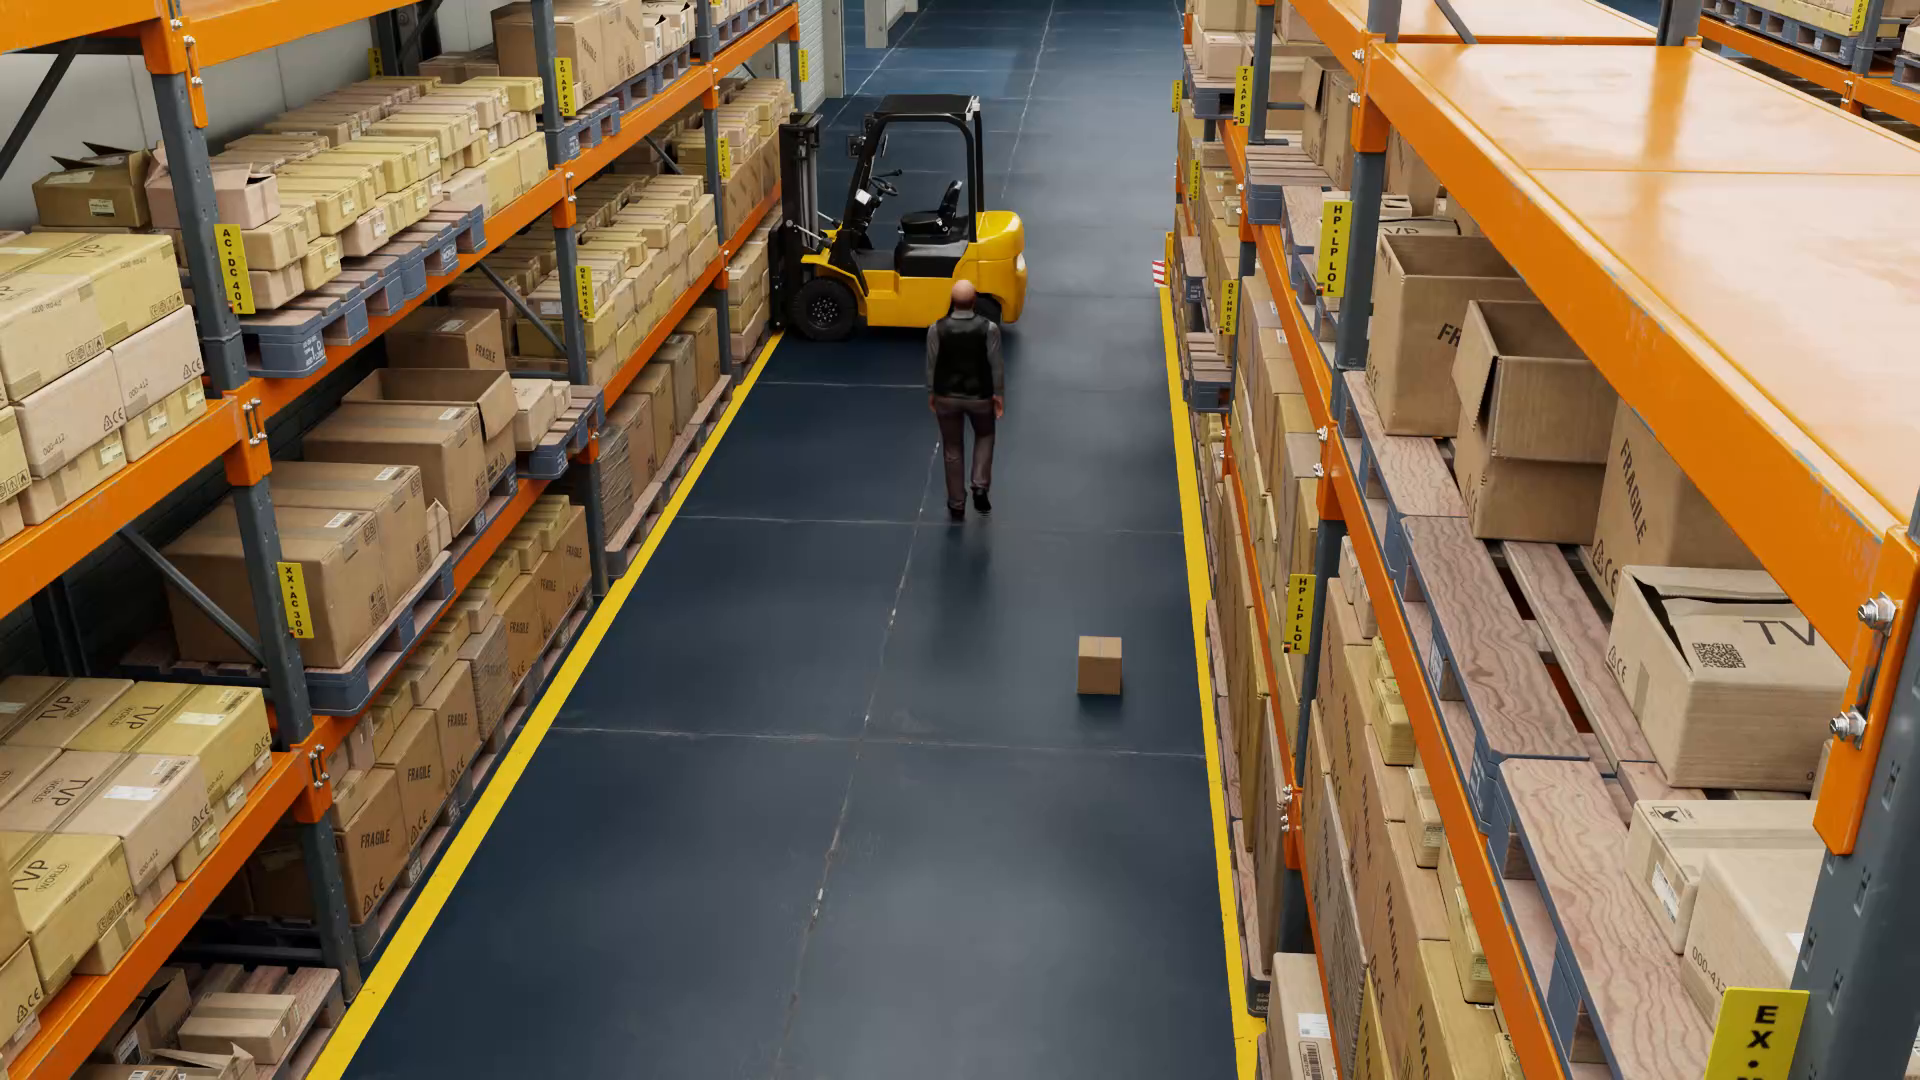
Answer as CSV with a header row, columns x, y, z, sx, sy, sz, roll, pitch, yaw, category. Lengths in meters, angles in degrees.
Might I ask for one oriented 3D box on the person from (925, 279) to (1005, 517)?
x,y,z,sx,sy,sz,roll,pitch,yaw,category
0.037,-1.009,11.847,0.562,1.750,0.451,0,24,0,person
